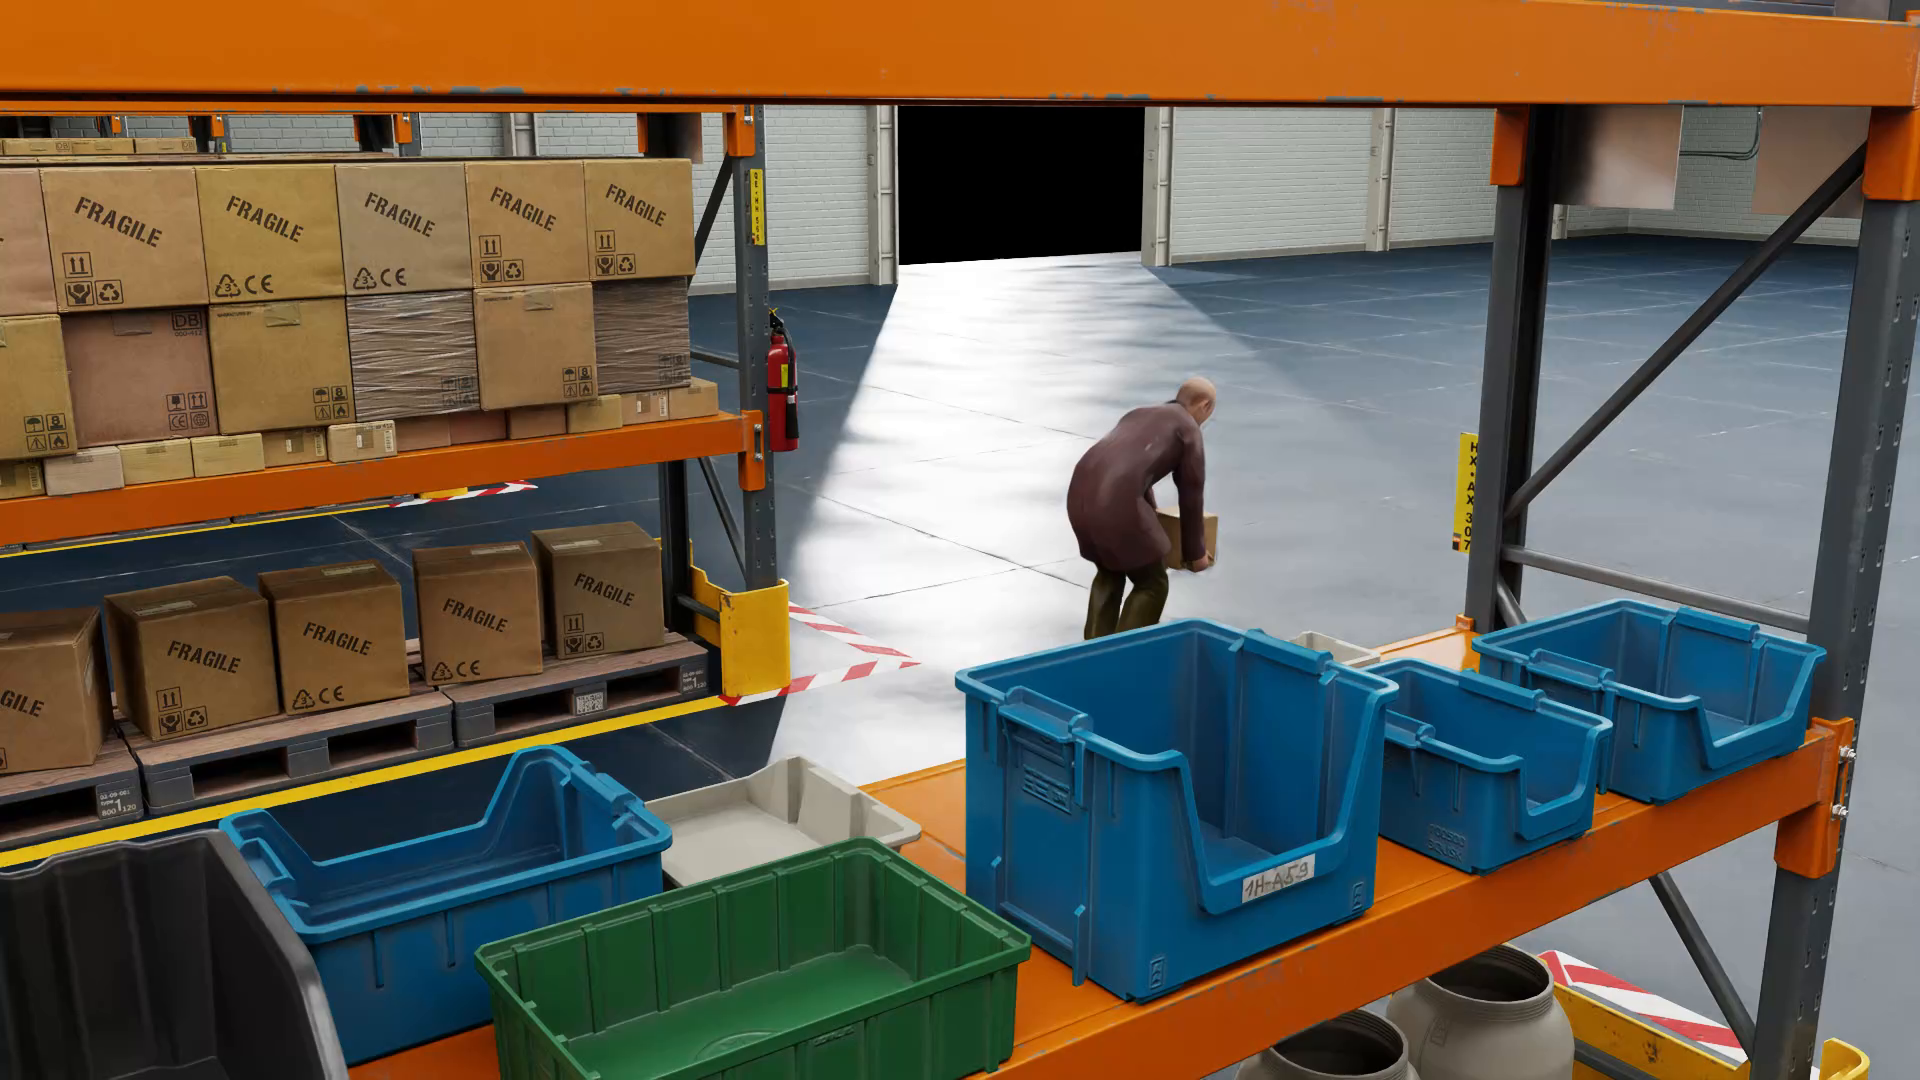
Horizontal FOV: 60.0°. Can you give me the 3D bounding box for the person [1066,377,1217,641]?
[{"bbox_3d":[0.895,-0.037,7.916,0.858,1.419,0.552,-11,18,-36],"label":"person"}]
